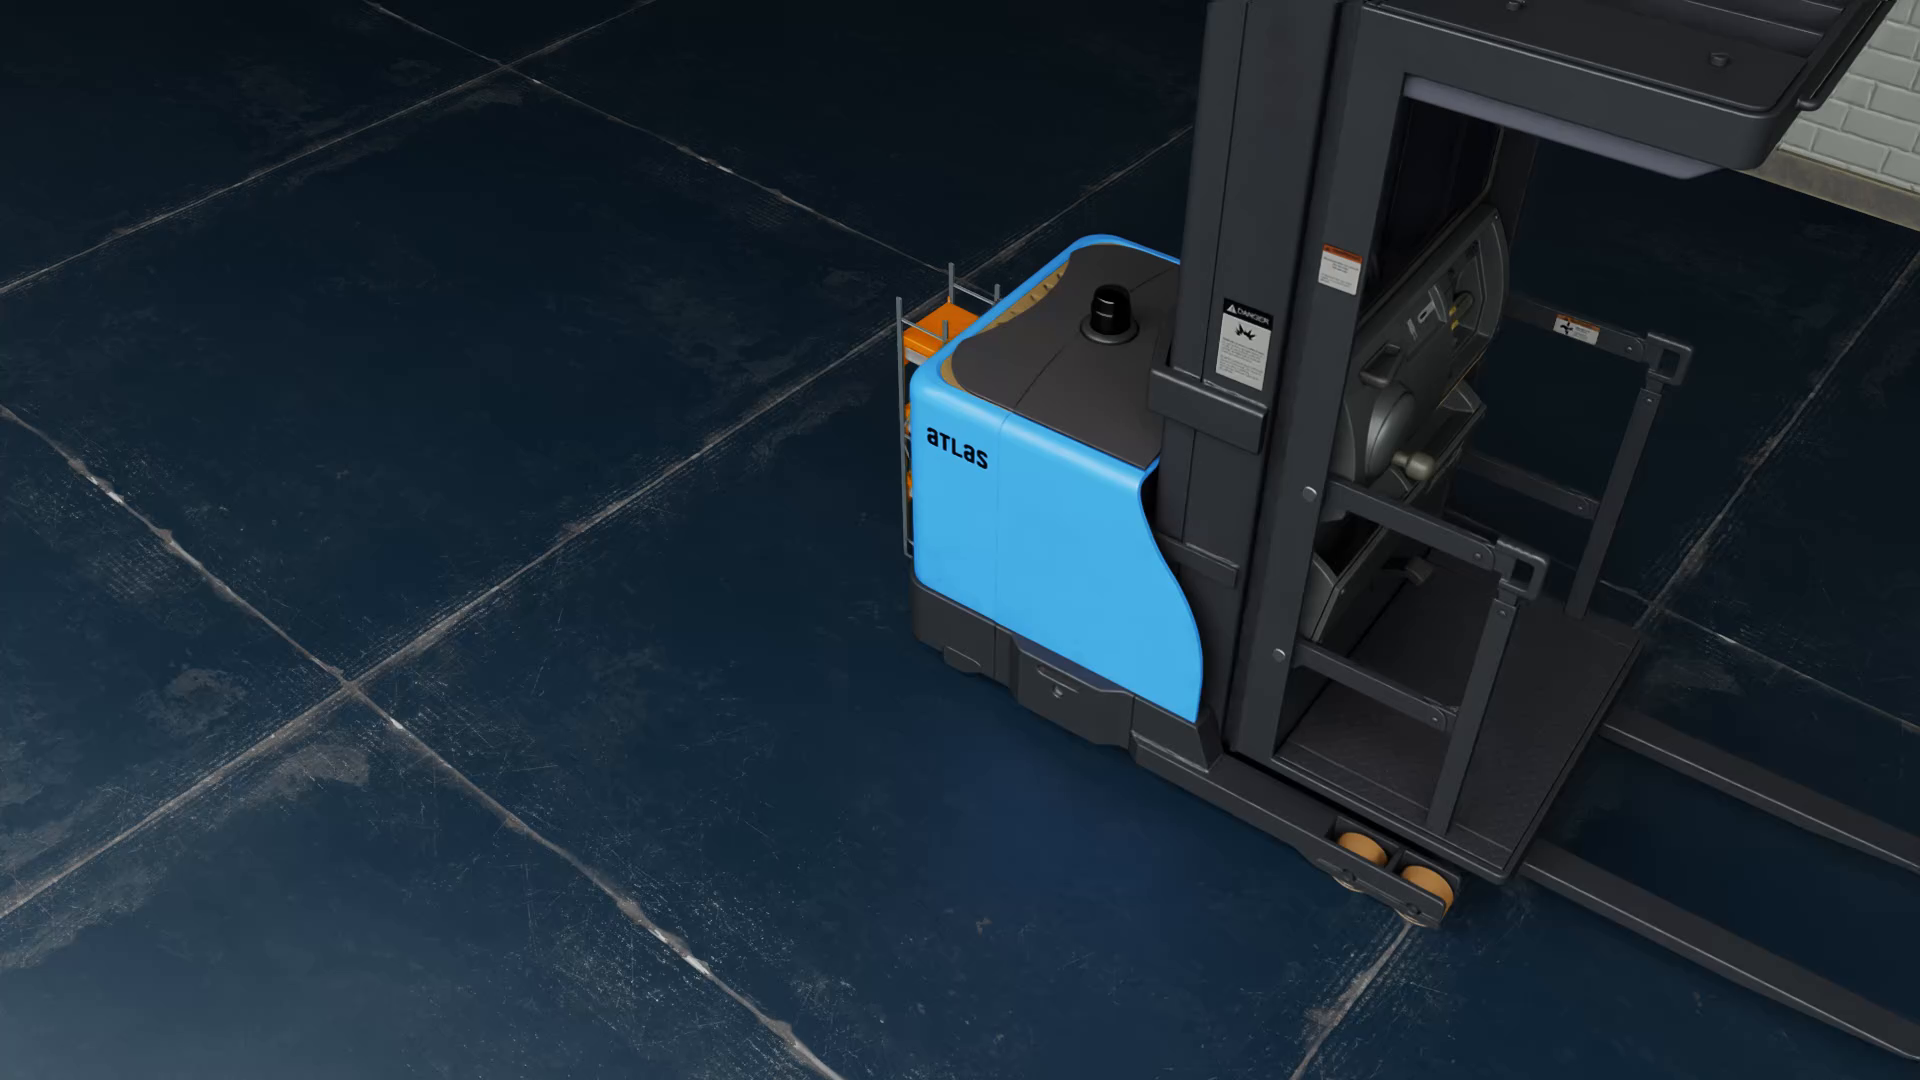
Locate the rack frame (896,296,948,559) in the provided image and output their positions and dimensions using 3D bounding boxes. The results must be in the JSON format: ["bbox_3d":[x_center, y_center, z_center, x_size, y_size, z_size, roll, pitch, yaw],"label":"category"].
[{"bbox_3d":[-0.113,-0.298,5.297,0.200,1.050,0.008,29,50,28],"label":"rack frame"}]

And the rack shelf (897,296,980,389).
[{"bbox_3d":[-0.034,-0.563,5.183,0.215,0.259,0.240,29,50,28],"label":"rack shelf"}]

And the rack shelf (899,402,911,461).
[{"bbox_3d":[-0.034,-0.353,5.374,0.215,0.259,0.240,29,50,28],"label":"rack shelf"}]

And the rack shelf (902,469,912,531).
[{"bbox_3d":[-0.034,-0.147,5.561,0.215,0.259,0.240,29,50,28],"label":"rack shelf"}]

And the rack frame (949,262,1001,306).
[{"bbox_3d":[0.044,-0.424,5.436,0.200,1.050,0.008,29,50,28],"label":"rack frame"}]

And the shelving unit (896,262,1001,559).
[{"bbox_3d":[-0.034,-0.361,5.367,0.215,1.050,0.252,29,50,28],"label":"shelving unit"}]

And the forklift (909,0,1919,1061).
[{"bbox_3d":[1.332,-0.433,4.047,3.031,2.935,1.130,26,48,26],"label":"forklift"}]
